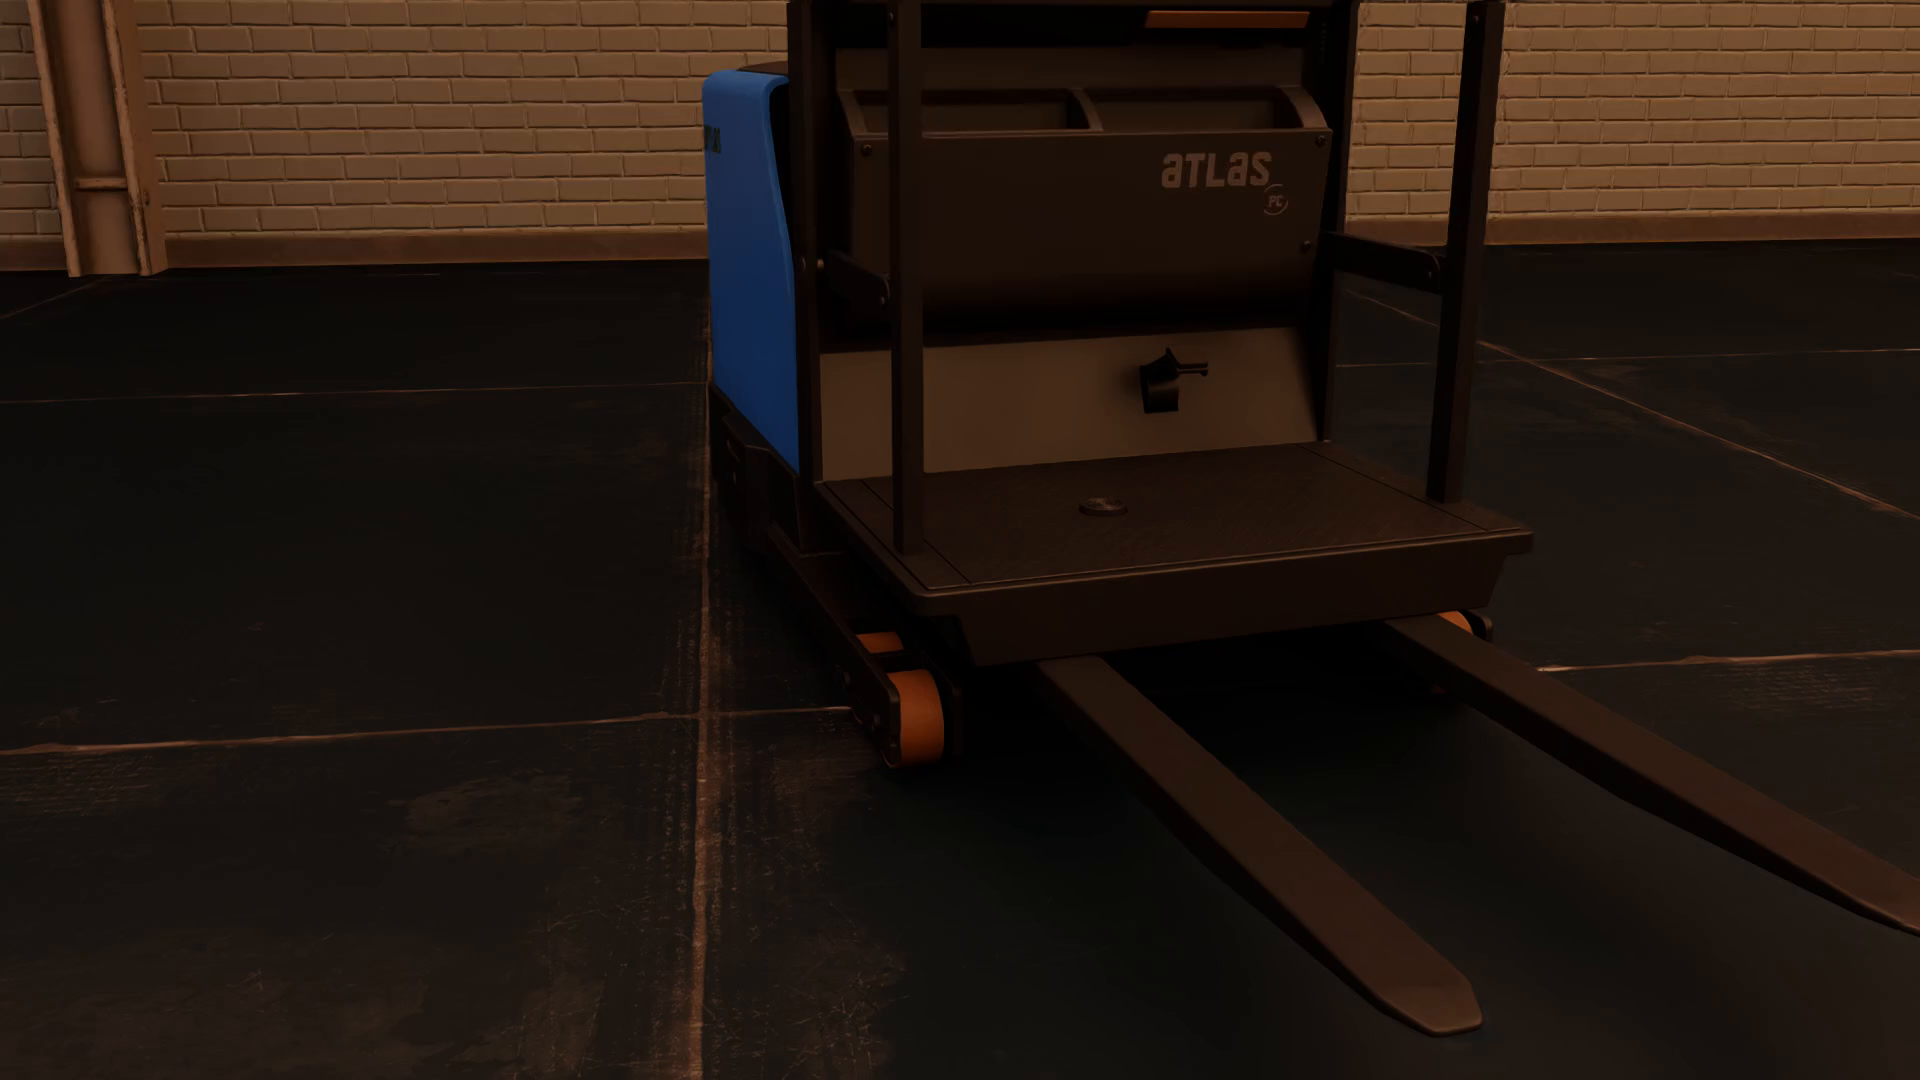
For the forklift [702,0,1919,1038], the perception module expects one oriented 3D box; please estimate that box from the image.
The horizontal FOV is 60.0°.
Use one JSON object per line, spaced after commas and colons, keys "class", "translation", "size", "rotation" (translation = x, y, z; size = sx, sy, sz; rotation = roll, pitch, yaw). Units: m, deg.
{"class": "forklift", "translation": [0.305, -1.157, 2.726], "size": [1.130, 2.935, 3.031], "rotation": [-5, 18, -17]}
